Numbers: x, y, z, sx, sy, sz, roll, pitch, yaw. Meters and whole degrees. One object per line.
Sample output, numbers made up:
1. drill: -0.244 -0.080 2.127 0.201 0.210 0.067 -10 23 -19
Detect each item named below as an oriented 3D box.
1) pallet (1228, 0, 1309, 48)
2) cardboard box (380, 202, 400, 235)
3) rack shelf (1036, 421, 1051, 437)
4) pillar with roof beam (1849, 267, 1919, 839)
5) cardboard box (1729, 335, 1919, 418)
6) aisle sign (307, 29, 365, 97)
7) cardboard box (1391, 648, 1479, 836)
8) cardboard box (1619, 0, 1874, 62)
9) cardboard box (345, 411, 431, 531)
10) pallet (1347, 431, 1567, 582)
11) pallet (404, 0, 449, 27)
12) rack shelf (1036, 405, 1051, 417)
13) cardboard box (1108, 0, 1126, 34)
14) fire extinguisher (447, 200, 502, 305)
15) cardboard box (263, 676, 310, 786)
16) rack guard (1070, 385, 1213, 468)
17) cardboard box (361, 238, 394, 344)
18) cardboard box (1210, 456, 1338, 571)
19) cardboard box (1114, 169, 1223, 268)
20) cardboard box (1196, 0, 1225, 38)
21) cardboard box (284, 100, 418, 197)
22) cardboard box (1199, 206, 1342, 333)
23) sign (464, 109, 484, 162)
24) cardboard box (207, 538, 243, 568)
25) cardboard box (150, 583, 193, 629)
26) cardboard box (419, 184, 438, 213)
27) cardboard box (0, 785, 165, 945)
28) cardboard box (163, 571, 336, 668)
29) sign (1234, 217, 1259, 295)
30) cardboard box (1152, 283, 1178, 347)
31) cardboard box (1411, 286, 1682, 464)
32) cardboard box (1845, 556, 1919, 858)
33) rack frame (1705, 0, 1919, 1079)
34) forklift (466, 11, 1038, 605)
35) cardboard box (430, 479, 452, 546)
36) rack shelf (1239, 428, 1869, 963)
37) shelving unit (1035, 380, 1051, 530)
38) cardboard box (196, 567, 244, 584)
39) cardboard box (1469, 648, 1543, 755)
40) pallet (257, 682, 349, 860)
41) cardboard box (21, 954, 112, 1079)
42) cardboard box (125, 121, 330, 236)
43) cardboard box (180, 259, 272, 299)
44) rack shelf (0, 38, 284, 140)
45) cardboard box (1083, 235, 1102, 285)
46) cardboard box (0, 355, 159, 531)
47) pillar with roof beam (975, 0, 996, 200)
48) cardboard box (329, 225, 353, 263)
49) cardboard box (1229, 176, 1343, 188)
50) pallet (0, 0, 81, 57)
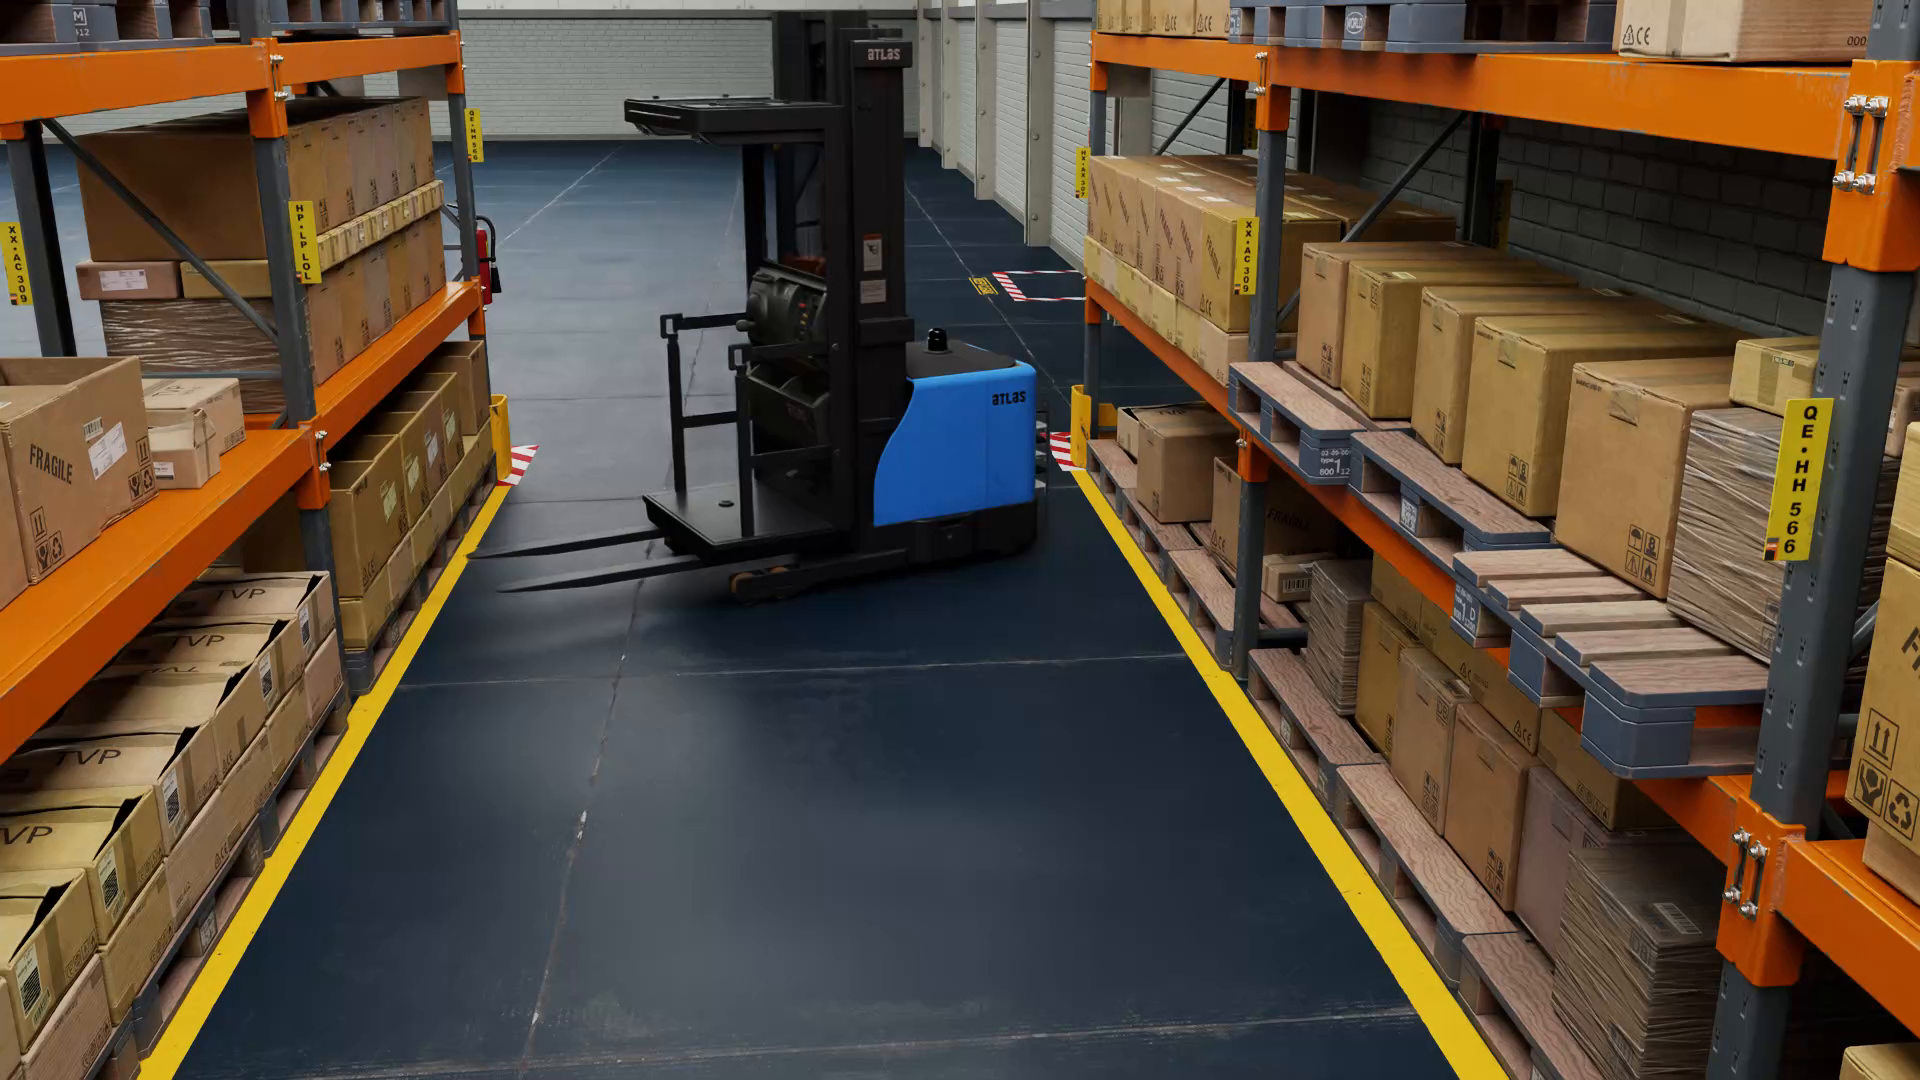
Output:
1. pallet: 1.717 -1.966 6.237 1.213 0.211 1.003 -2 18 -6
2. cardboard box: -3.216 -1.713 8.875 0.380 0.149 0.250 -1 17 -4
3. rack shelf: 0.371 -0.647 9.744 0.258 0.077 0.200 -9 20 -28
4. pillar with roof beam: -1.384 -2.763 3.456 9.100 9.000 0.400 -2 18 -6
5. cardboard box: 2.059 -0.384 3.909 0.380 0.149 0.250 -5 18 -15
6. aisle sign: -3.891 -3.100 10.203 0.394 0.787 0.004 -2 18 -6
7. cardboard box: 1.968 0.695 5.893 0.700 0.500 0.500 -2 17 -5
8. cardboard box: 1.829 -1.224 3.677 0.500 0.311 0.500 -2 18 -6
9. cardboard box: -3.007 -0.350 8.420 0.500 0.500 0.500 -2 18 -6
10. pallet: 1.927 -0.117 5.362 1.003 0.211 1.213 -2 18 -6
11. pallet: -3.533 -3.027 9.450 1.003 0.211 1.213 -2 18 -6
12. rack shelf: 0.371 -0.733 9.717 0.258 0.077 0.200 -9 20 -28
13. cardboard box: 1.153 -3.223 9.729 0.500 0.500 0.500 -1 17 -2
14. fire extinguisher: -3.130 -1.862 10.729 0.296 0.674 0.183 -2 18 -6
15. cardboard box: -2.786 0.719 6.268 0.500 0.250 0.500 -2 18 -6
16. rack guard: 1.355 -0.788 11.353 1.175 0.500 0.348 -2 18 -6
17. cardboard box: -3.382 -1.296 8.632 0.700 0.500 0.500 -1 17 -4
18. cardboard box: 1.613 -0.137 8.544 0.500 0.500 0.500 -3 18 -10
19. cardboard box: 1.185 -1.846 9.514 0.500 0.500 0.500 -2 18 -7
20. cardboard box: 1.422 -2.594 7.724 0.500 0.500 0.500 -3 18 -10
21. cardboard box: -3.479 -2.204 9.358 0.700 0.500 0.500 -2 18 -7
22. cardboard box: 1.403 -1.239 7.580 0.500 0.500 0.500 -2 18 -6
23. sign: -3.039 -2.527 10.391 0.100 0.325 0.005 -2 18 -6
24. cardboard box: -3.473 -0.185 7.895 0.500 0.500 0.500 -2 18 -6
25. cardboard box: -3.373 0.317 6.612 0.500 0.311 0.500 -2 18 -5
26. cardboard box: -3.323 -2.021 9.856 0.380 0.149 0.250 -1 17 -4
27. cardboard box: -2.630 0.905 4.741 0.500 0.311 0.500 -2 18 -7
28. cardboard box: -2.840 0.298 6.673 0.500 0.311 0.500 -2 18 -6
29. sign: 1.221 -1.206 7.065 0.100 0.325 0.005 -2 18 -6
30. cardboard box: 1.299 -1.180 8.643 0.500 0.250 0.500 -2 18 -6
31. cardboard box: 1.928 -0.555 5.535 0.700 0.500 0.500 1 17 2
32. cardboard box: 1.968 0.333 2.910 0.500 0.500 0.500 -1 17 -4
33. rack frame: 2.169 0.380 3.459 0.949 2.616 0.053 -2 18 -6
34. forklift: -1.100 -1.242 8.740 3.031 2.935 1.130 -10 20 -28
35. cardboard box: -3.064 -0.141 9.007 0.500 0.250 0.500 -2 18 -6
36. rack shelf: 1.966 0.127 5.465 1.077 0.370 4.000 -2 18 -6
37. shelving unit: 0.370 -0.507 9.787 0.258 0.900 0.210 -9 20 -28
38. cardboard box: -3.433 0.322 7.531 0.500 0.250 0.500 -2 18 -6
39. cardboard box: 1.991 0.467 5.368 0.500 0.250 0.500 -2 18 -6
40. pallet: -3.053 0.891 6.486 1.003 0.211 1.213 -2 18 -6
41. cardboard box: -2.569 1.331 4.320 0.500 0.250 0.500 -2 18 -7
42. cardboard box: -3.273 -1.607 7.455 0.700 0.500 0.500 -2 18 -6
43. cardboard box: -3.002 -1.101 6.926 0.380 0.149 0.250 -2 18 -6
44. rack shelf: -2.961 -1.150 4.524 1.077 0.370 4.000 -2 18 -6
45. cardboard box: 1.081 -1.786 10.576 0.500 0.250 0.500 -2 18 -7
46. cardboard box: -3.050 -0.319 5.519 0.500 0.500 0.500 -1 17 -2
47. pillar with roof beam: -3.859 -9.914 26.231 9.100 9.000 0.400 -2 18 -6
48. cardboard box: -3.109 -1.405 7.895 0.380 0.149 0.250 -2 18 -7
49. cardboard box: 1.759 -1.711 9.085 0.500 0.500 0.500 -2 17 -5
50. pallet: -3.032 -1.339 4.243 1.003 0.211 1.213 -1 17 -3
